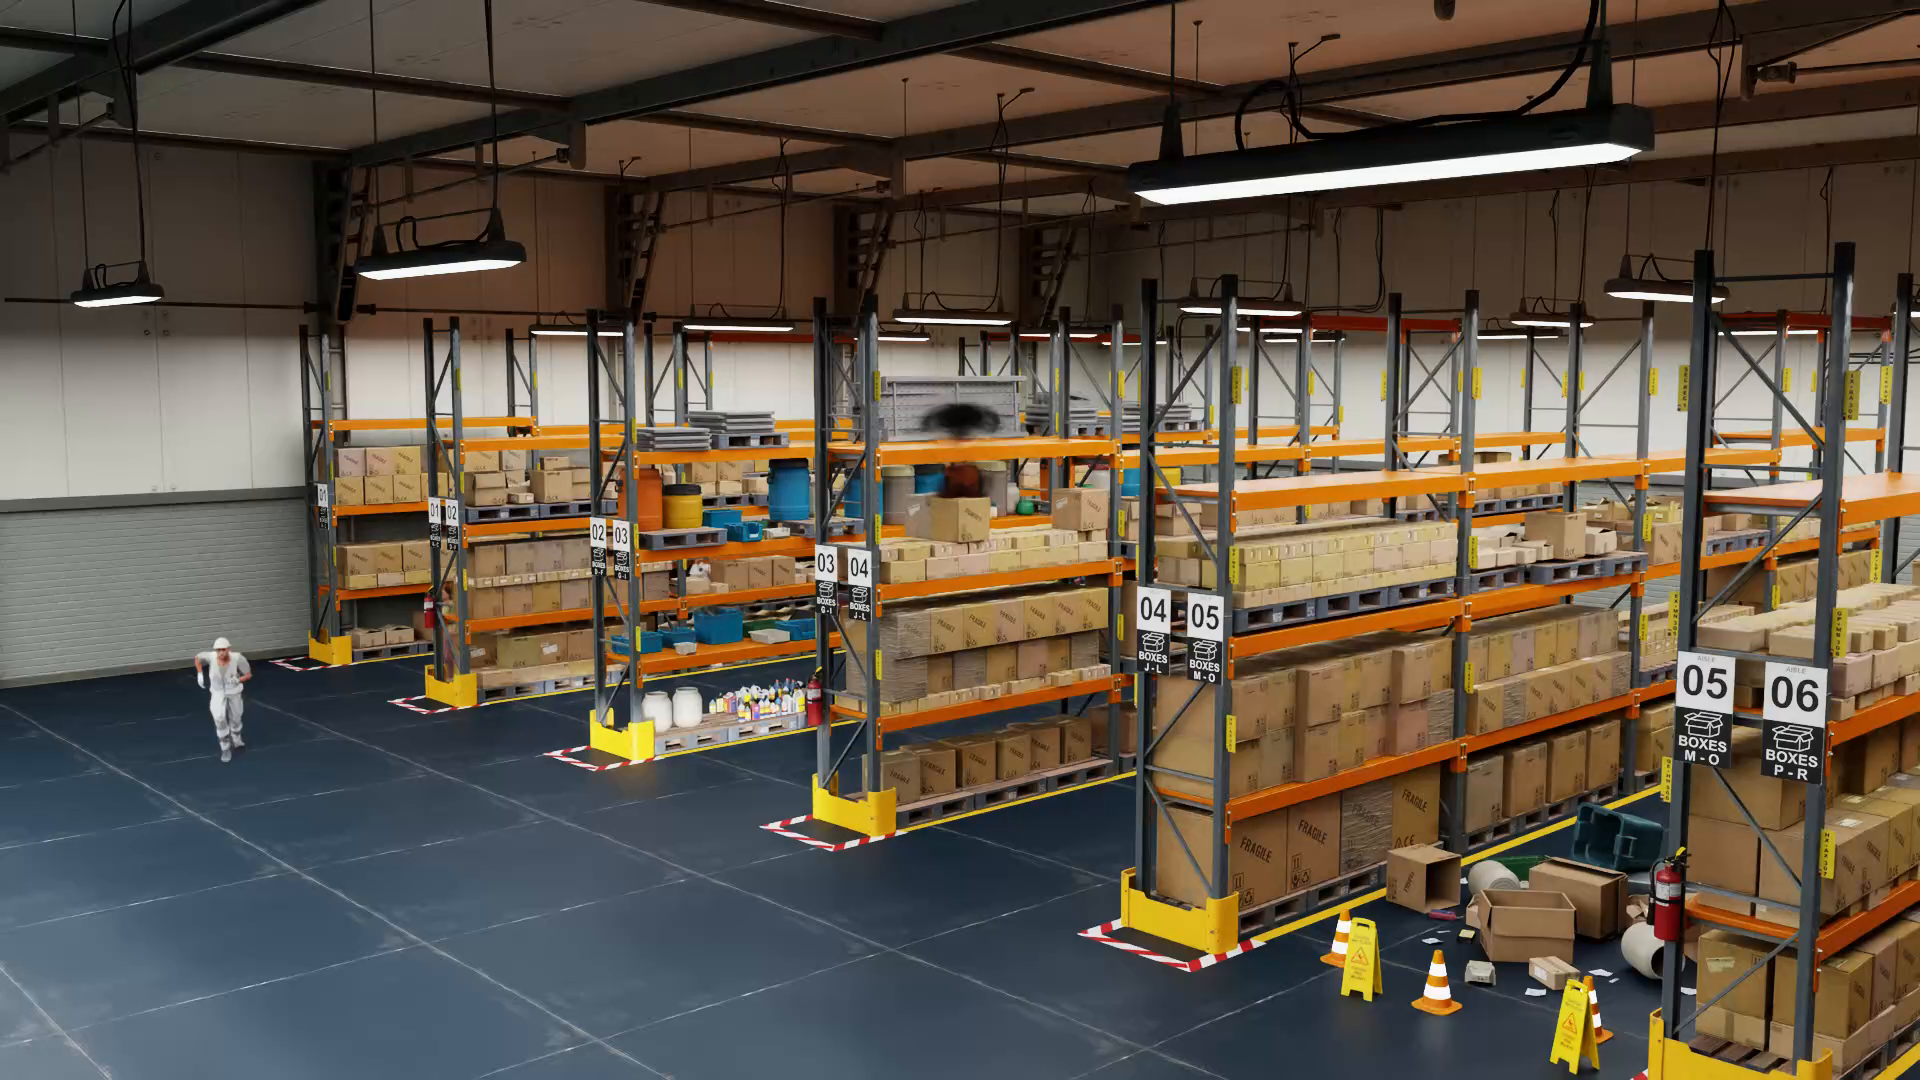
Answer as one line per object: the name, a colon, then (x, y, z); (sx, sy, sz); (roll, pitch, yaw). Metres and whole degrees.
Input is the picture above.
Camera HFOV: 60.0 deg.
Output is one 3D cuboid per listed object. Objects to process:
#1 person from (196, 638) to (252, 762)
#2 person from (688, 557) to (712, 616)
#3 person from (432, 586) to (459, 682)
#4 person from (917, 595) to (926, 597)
person: (-9.848, 2.107, 22.309); (0.714, 1.716, 1.003); (-2, 6, -15)
person: (-5.063, 1.050, 32.511); (0.555, 1.732, 0.812); (6, 8, 44)
person: (-8.456, 1.572, 27.651); (0.587, 1.606, 0.614); (4, 7, 35)
person: (-0.708, 1.415, 29.209); (0.698, 1.725, 1.012); (5, 8, 41)
